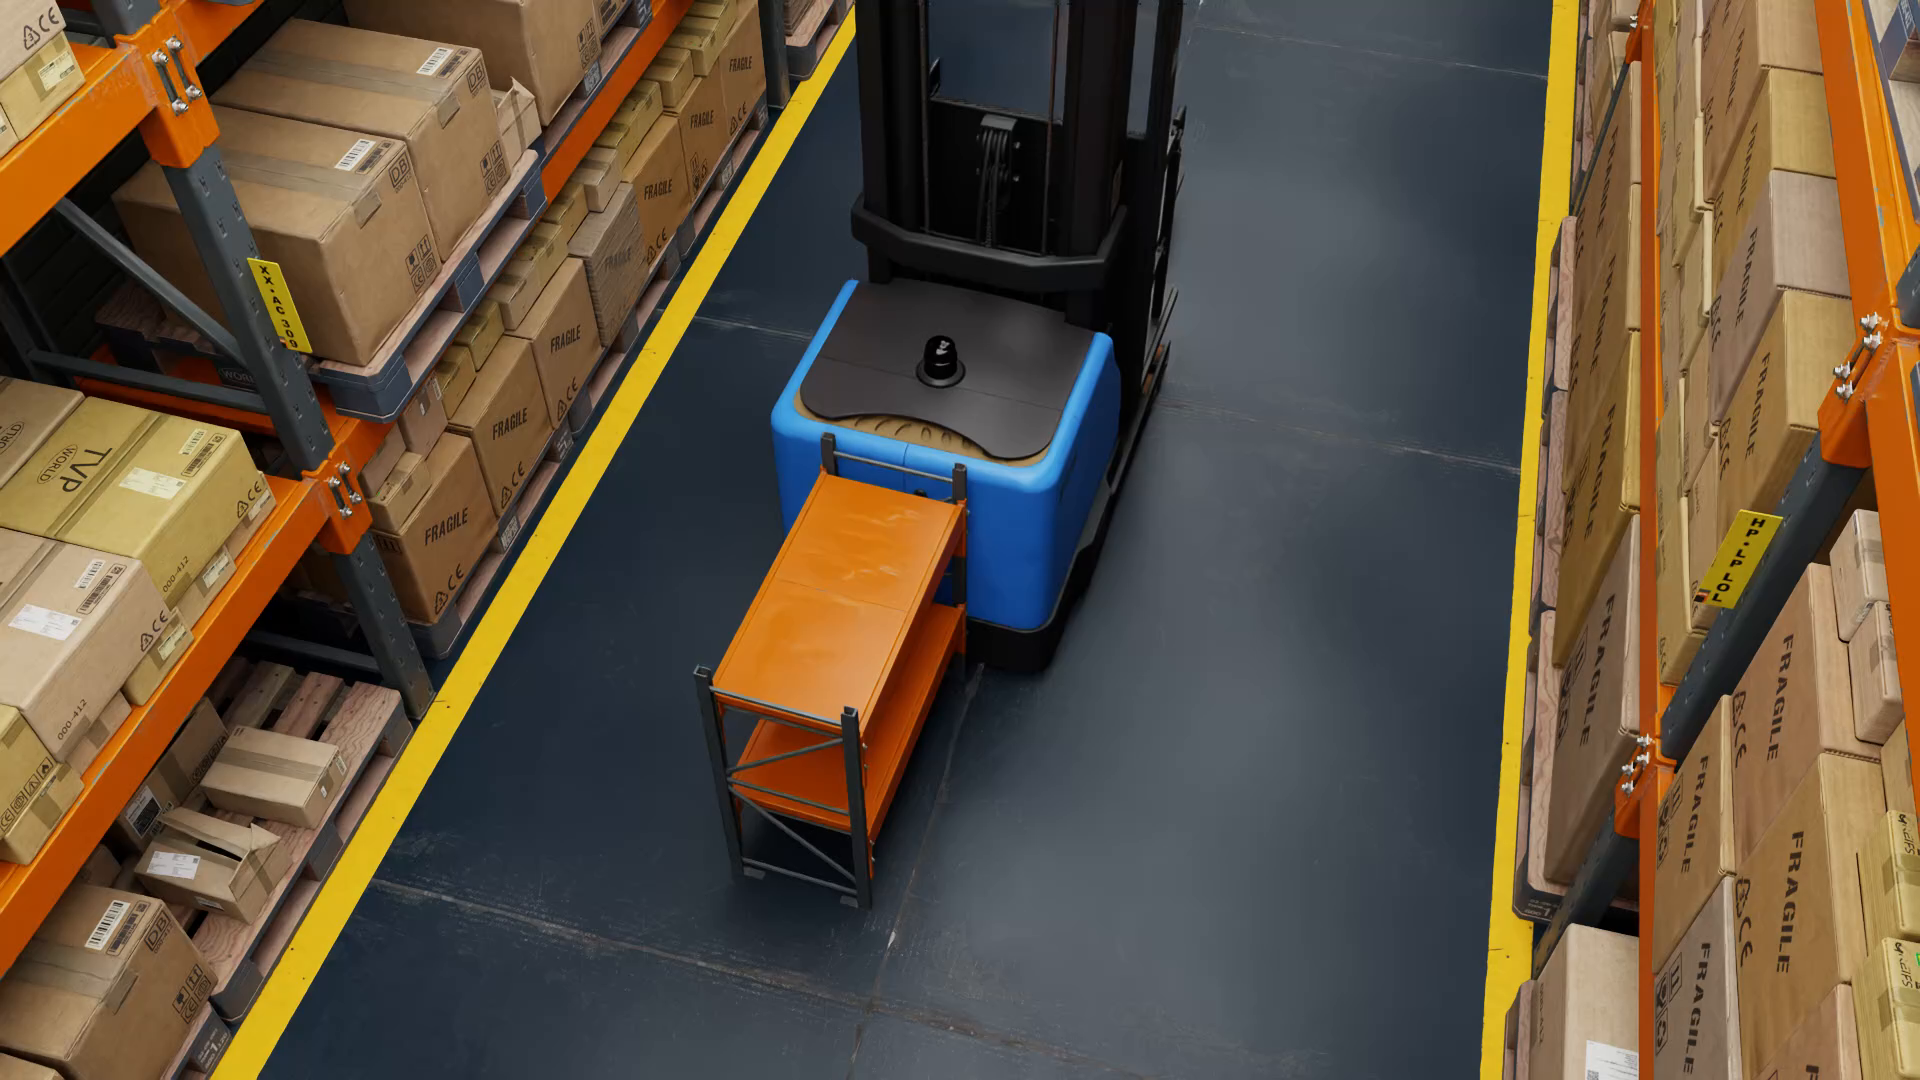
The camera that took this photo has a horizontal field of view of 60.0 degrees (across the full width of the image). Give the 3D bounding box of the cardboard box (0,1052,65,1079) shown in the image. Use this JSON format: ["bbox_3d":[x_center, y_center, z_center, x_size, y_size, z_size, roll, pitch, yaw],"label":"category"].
[{"bbox_3d":[-2.739,1.714,4.543,0.500,0.500,0.500,12,50,11],"label":"cardboard box"}]

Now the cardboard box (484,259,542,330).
[{"bbox_3d":[-1.870,-0.982,6.489,0.380,0.149,0.250,11,50,10],"label":"cardboard box"}]

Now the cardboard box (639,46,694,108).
[{"bbox_3d":[-1.423,-2.098,7.474,0.380,0.149,0.250,10,49,9],"label":"cardboard box"}]

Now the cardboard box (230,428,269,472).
[{"bbox_3d":[-2.618,-0.320,5.905,0.380,0.149,0.250,10,49,9],"label":"cardboard box"}]

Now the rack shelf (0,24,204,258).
[{"bbox_3d":[-2.963,0.221,2.952,1.077,0.370,4.000,12,50,10],"label":"rack shelf"}]

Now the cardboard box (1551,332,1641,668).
[{"bbox_3d":[2.669,-0.049,5.848,0.875,0.875,0.875,13,50,11],"label":"cardboard box"}]

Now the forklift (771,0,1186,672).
[{"bbox_3d":[0.280,-1.613,6.137,1.130,2.935,3.031,14,50,12],"label":"forklift"}]

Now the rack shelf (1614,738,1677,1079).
[{"bbox_3d":[1.827,2.191,3.214,1.077,0.370,4.000,12,50,10],"label":"rack shelf"}]

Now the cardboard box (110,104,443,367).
[{"bbox_3d":[-2.093,-0.948,5.158,0.700,0.500,0.500,13,50,11],"label":"cardboard box"}]

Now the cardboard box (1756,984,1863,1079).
[{"bbox_3d":[1.709,1.171,2.901,0.500,0.500,0.500,12,50,11],"label":"cardboard box"}]

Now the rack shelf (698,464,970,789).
[{"bbox_3d":[-0.376,0.251,5.307,0.538,0.278,1.000,14,50,12],"label":"rack shelf"}]

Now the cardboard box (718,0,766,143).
[{"bbox_3d":[-1.288,-2.327,8.109,0.500,0.500,0.500,13,50,11],"label":"cardboard box"}]

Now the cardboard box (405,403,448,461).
[{"bbox_3d":[-2.087,-0.420,5.993,0.380,0.149,0.250,10,49,9],"label":"cardboard box"}]

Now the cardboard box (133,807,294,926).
[{"bbox_3d":[-2.394,1.014,5.316,0.396,0.266,0.258,13,50,11],"label":"cardboard box"}]

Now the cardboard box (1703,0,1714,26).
[{"bbox_3d":[2.919,-2.082,5.772,0.500,0.500,0.500,12,50,10],"label":"cardboard box"}]

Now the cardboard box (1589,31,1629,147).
[{"bbox_3d":[3.564,-2.063,7.962,0.950,0.372,0.625,9,49,7],"label":"cardboard box"}]

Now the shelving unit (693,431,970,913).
[{"bbox_3d":[-0.376,0.444,5.527,0.538,1.125,1.048,14,50,12],"label":"shelving unit"}]

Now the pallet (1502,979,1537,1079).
[{"bbox_3d":[2.078,1.964,4.795,1.003,0.211,1.213,12,50,10],"label":"pallet"}]

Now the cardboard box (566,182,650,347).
[{"bbox_3d":[-1.683,-1.209,7.122,0.500,0.500,0.500,10,49,9],"label":"cardboard box"}]

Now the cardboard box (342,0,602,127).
[{"bbox_3d":[-1.750,-1.891,5.990,0.700,0.500,0.500,11,50,10],"label":"cardboard box"}]

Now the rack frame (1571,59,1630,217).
[{"bbox_3d":[3.406,-2.387,6.775,1.000,3.000,0.127,12,50,10],"label":"rack frame"}]

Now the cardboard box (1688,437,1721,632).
[{"bbox_3d":[2.235,0.024,4.414,0.500,0.250,0.500,12,50,10],"label":"cardboard box"}]

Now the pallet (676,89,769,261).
[{"bbox_3d":[-1.617,-1.909,8.213,1.003,0.211,1.213,12,50,10],"label":"pallet"}]

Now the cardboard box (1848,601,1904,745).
[{"bbox_3d":[1.968,0.293,3.243,0.380,0.149,0.250,12,50,11],"label":"cardboard box"}]

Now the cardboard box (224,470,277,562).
[{"bbox_3d":[-2.277,-0.107,4.930,0.380,0.149,0.250,12,50,11],"label":"cardboard box"}]

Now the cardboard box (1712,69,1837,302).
[{"bbox_3d":[2.510,-0.969,4.790,0.500,0.500,0.500,13,50,11],"label":"cardboard box"}]

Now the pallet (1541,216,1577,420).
[{"bbox_3d":[3.126,-0.909,7.330,1.003,0.211,1.213,12,50,10],"label":"pallet"}]

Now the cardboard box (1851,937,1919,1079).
[{"bbox_3d":[1.719,0.841,2.760,0.380,0.149,0.250,10,49,9],"label":"cardboard box"}]

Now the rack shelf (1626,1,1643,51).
[{"bbox_3d":[3.932,-3.596,8.321,1.077,0.370,4.000,12,50,10],"label":"rack shelf"}]

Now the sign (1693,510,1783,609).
[{"bbox_3d":[1.827,0.049,3.905,0.100,0.325,0.005,12,50,10],"label":"sign"}]

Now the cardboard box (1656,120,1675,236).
[{"bbox_3d":[2.773,-1.280,5.898,0.500,0.250,0.500,13,50,11],"label":"cardboard box"}]

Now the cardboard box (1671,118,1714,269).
[{"bbox_3d":[2.608,-1.089,5.396,0.500,0.250,0.500,12,50,11],"label":"cardboard box"}]

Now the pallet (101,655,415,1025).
[{"bbox_3d":[-2.618,0.949,5.691,1.003,0.211,1.213,12,50,10],"label":"pallet"}]

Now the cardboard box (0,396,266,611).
[{"bbox_3d":[-2.335,-0.103,4.661,0.500,0.250,0.500,13,50,11],"label":"cardboard box"}]

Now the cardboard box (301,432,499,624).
[{"bbox_3d":[-2.092,-0.088,6.133,0.500,0.500,0.500,14,50,12],"label":"cardboard box"}]

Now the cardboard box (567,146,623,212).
[{"bbox_3d":[-1.645,-1.530,6.973,0.380,0.149,0.250,9,49,8],"label":"cardboard box"}]

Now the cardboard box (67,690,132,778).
[{"bbox_3d":[-2.465,0.463,4.427,0.380,0.149,0.250,13,50,11],"label":"cardboard box"}]

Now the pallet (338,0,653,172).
[{"bbox_3d":[-1.891,-1.893,6.467,1.003,0.211,1.213,12,50,10],"label":"pallet"}]

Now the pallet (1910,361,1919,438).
[{"bbox_3d":[2.128,0.133,2.610,1.003,0.211,1.213,12,50,10],"label":"pallet"}]

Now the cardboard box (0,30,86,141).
[{"bbox_3d":[-2.246,-1.062,3.772,0.380,0.149,0.250,11,50,10],"label":"cardboard box"}]

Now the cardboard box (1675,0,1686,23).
[{"bbox_3d":[3.034,-2.185,6.363,0.500,0.250,0.500,11,50,10],"label":"cardboard box"}]

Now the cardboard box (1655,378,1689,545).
[{"bbox_3d":[2.363,-0.187,4.933,0.500,0.250,0.500,11,49,10],"label":"cardboard box"}]
